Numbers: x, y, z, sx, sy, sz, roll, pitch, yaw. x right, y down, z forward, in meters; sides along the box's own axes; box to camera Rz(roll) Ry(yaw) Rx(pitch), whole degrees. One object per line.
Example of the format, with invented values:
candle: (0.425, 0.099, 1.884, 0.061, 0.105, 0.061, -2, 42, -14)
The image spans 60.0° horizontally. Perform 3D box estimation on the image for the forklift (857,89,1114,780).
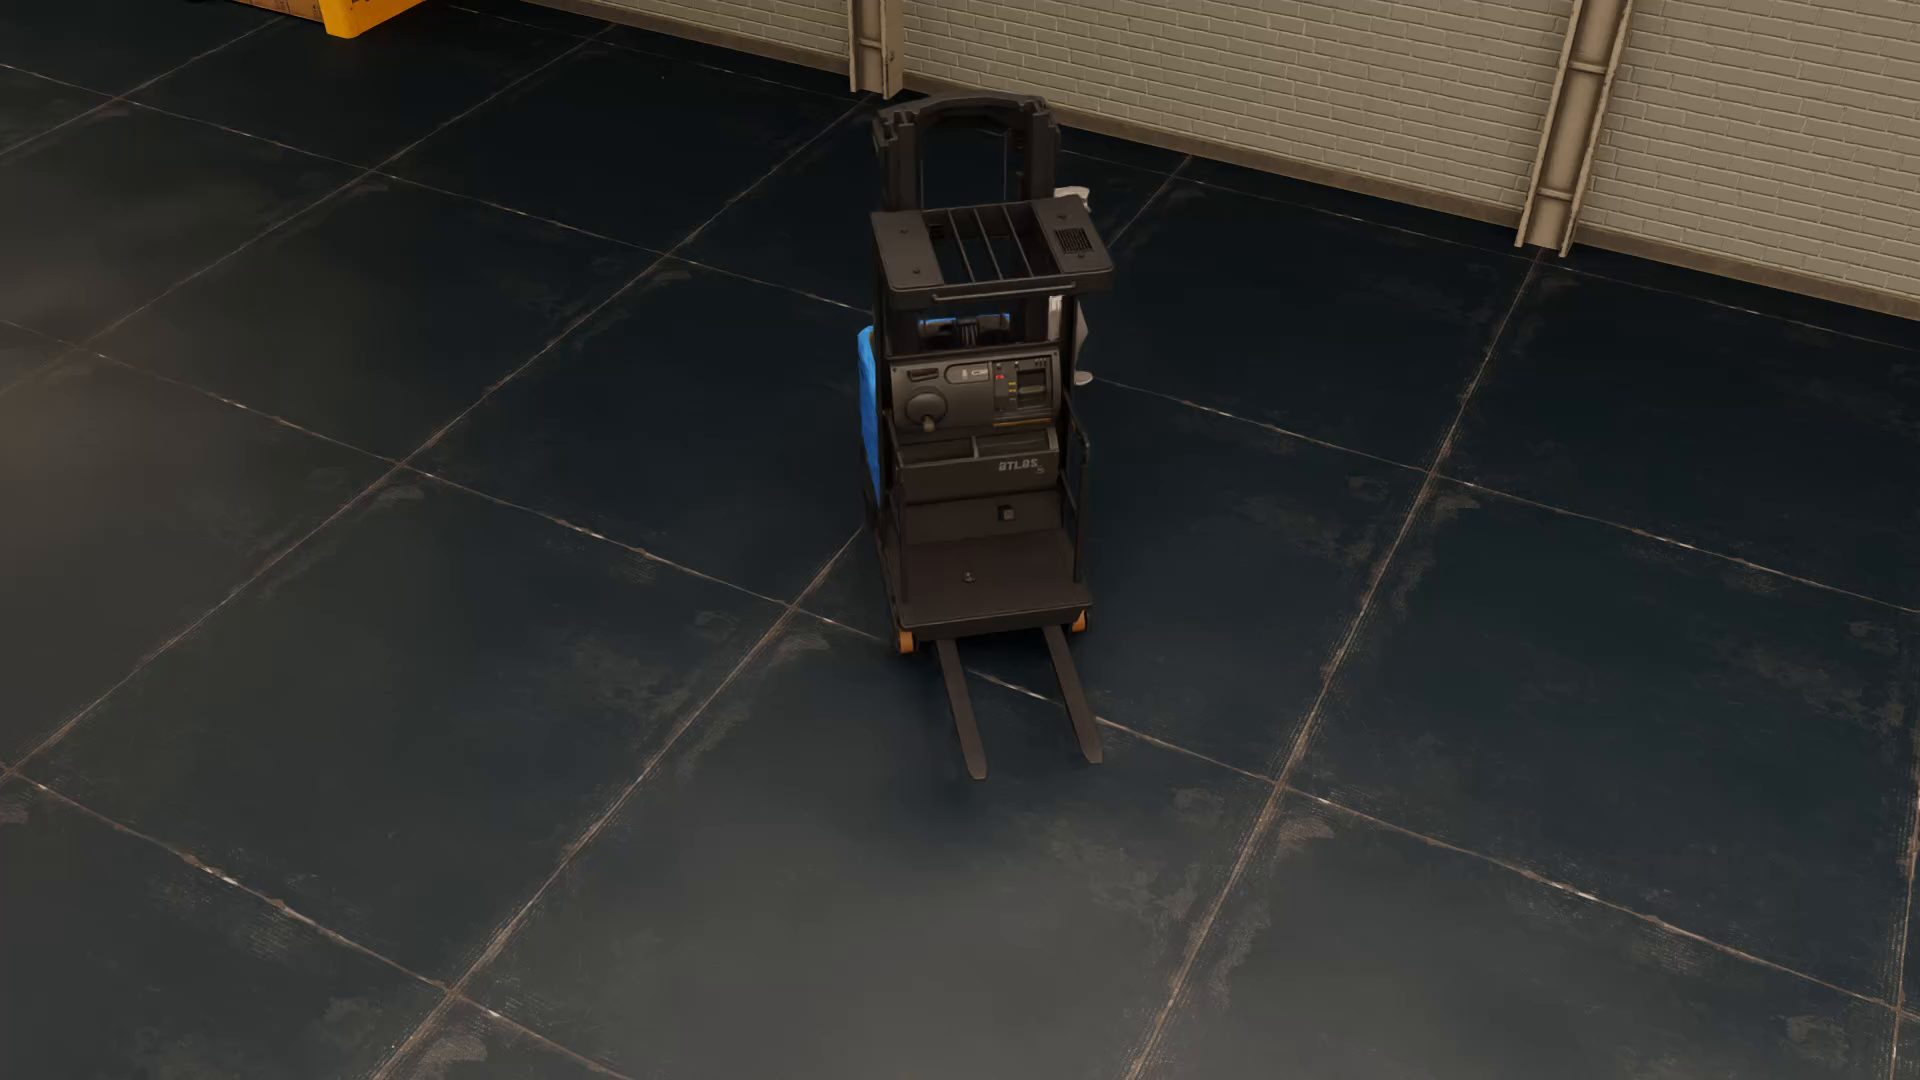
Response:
forklift: (0.129, -0.730, 8.853, 1.130, 2.935, 3.031, -7, 41, -8)

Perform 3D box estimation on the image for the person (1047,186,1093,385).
person: (0.598, -1.566, 10.881, 0.424, 1.631, 0.796, 21, 45, 23)
